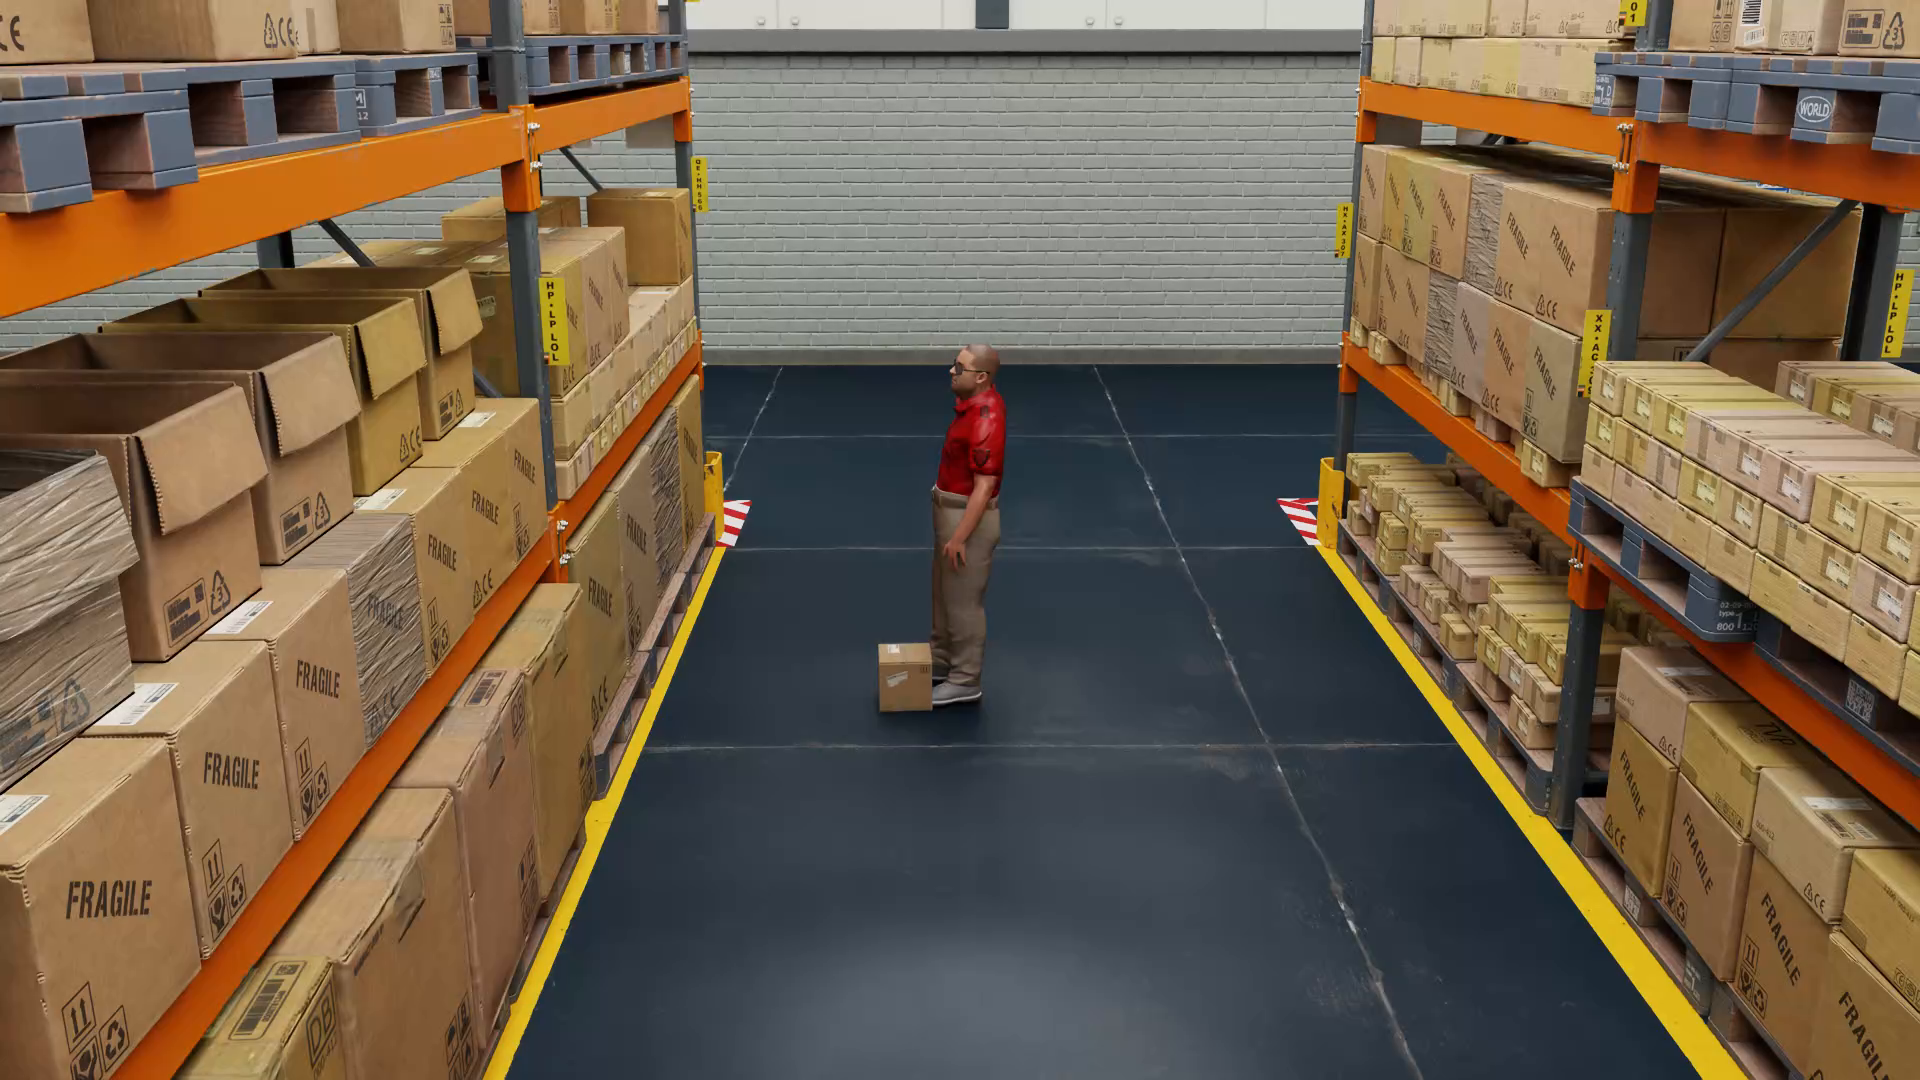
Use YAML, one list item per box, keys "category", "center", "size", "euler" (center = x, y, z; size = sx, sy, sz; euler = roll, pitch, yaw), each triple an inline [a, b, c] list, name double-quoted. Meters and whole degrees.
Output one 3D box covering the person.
- category: "person"
  center: [-0.060, -0.070, 7.771]
  size: [0.551, 1.727, 0.640]
  euler: [0, 17, -1]
